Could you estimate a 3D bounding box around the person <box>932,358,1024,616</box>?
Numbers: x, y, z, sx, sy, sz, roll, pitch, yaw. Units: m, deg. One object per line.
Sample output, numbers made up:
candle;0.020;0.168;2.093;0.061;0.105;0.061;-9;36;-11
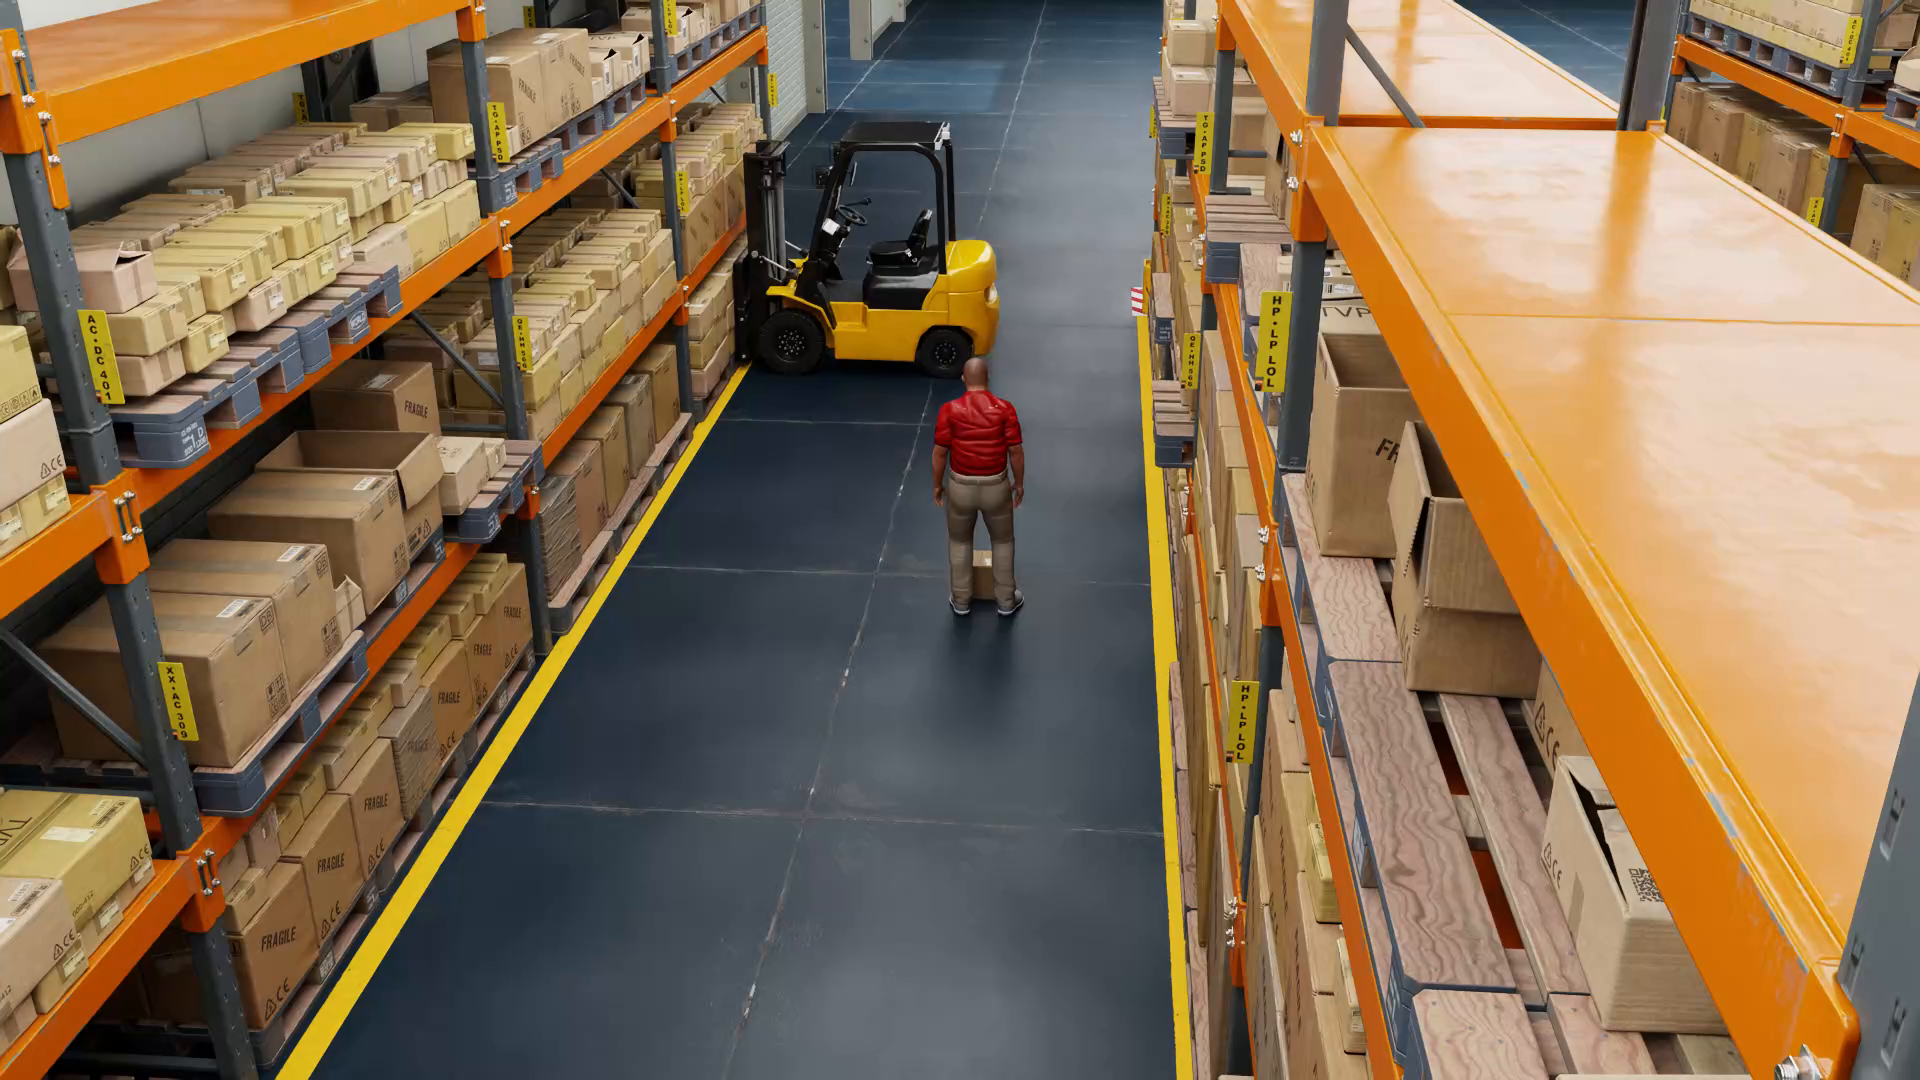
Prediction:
person;0.125;-0.333;10.759;0.605;1.728;0.385;1;24;1
